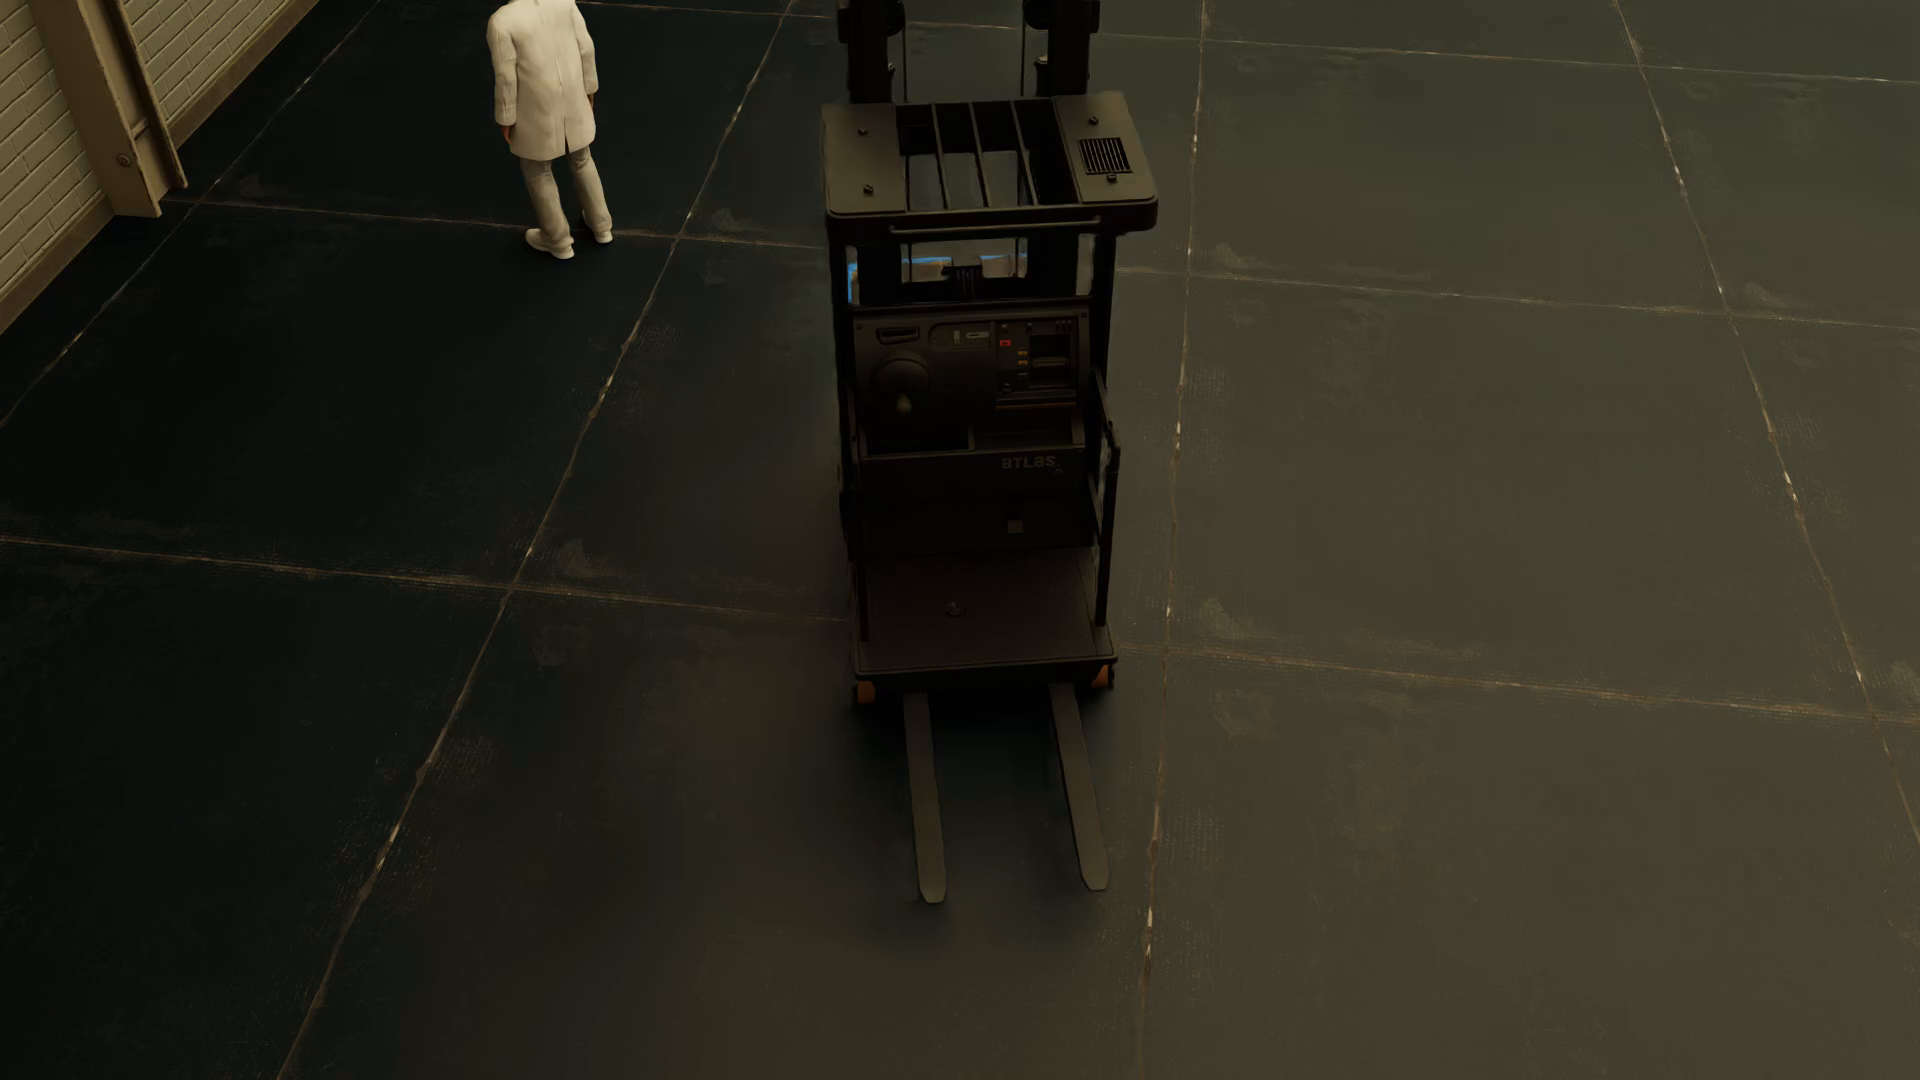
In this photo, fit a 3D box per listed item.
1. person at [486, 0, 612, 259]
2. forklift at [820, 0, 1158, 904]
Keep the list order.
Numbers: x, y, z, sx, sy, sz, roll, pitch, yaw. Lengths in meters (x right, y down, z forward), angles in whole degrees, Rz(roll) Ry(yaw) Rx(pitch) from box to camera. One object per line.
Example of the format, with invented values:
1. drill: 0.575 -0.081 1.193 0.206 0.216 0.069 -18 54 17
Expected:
1. person: -2.285 -2.404 9.198 0.643 1.773 0.434 -31 51 -29
2. forklift: 0.070 -0.620 6.399 1.130 2.935 3.031 -4 43 -4
